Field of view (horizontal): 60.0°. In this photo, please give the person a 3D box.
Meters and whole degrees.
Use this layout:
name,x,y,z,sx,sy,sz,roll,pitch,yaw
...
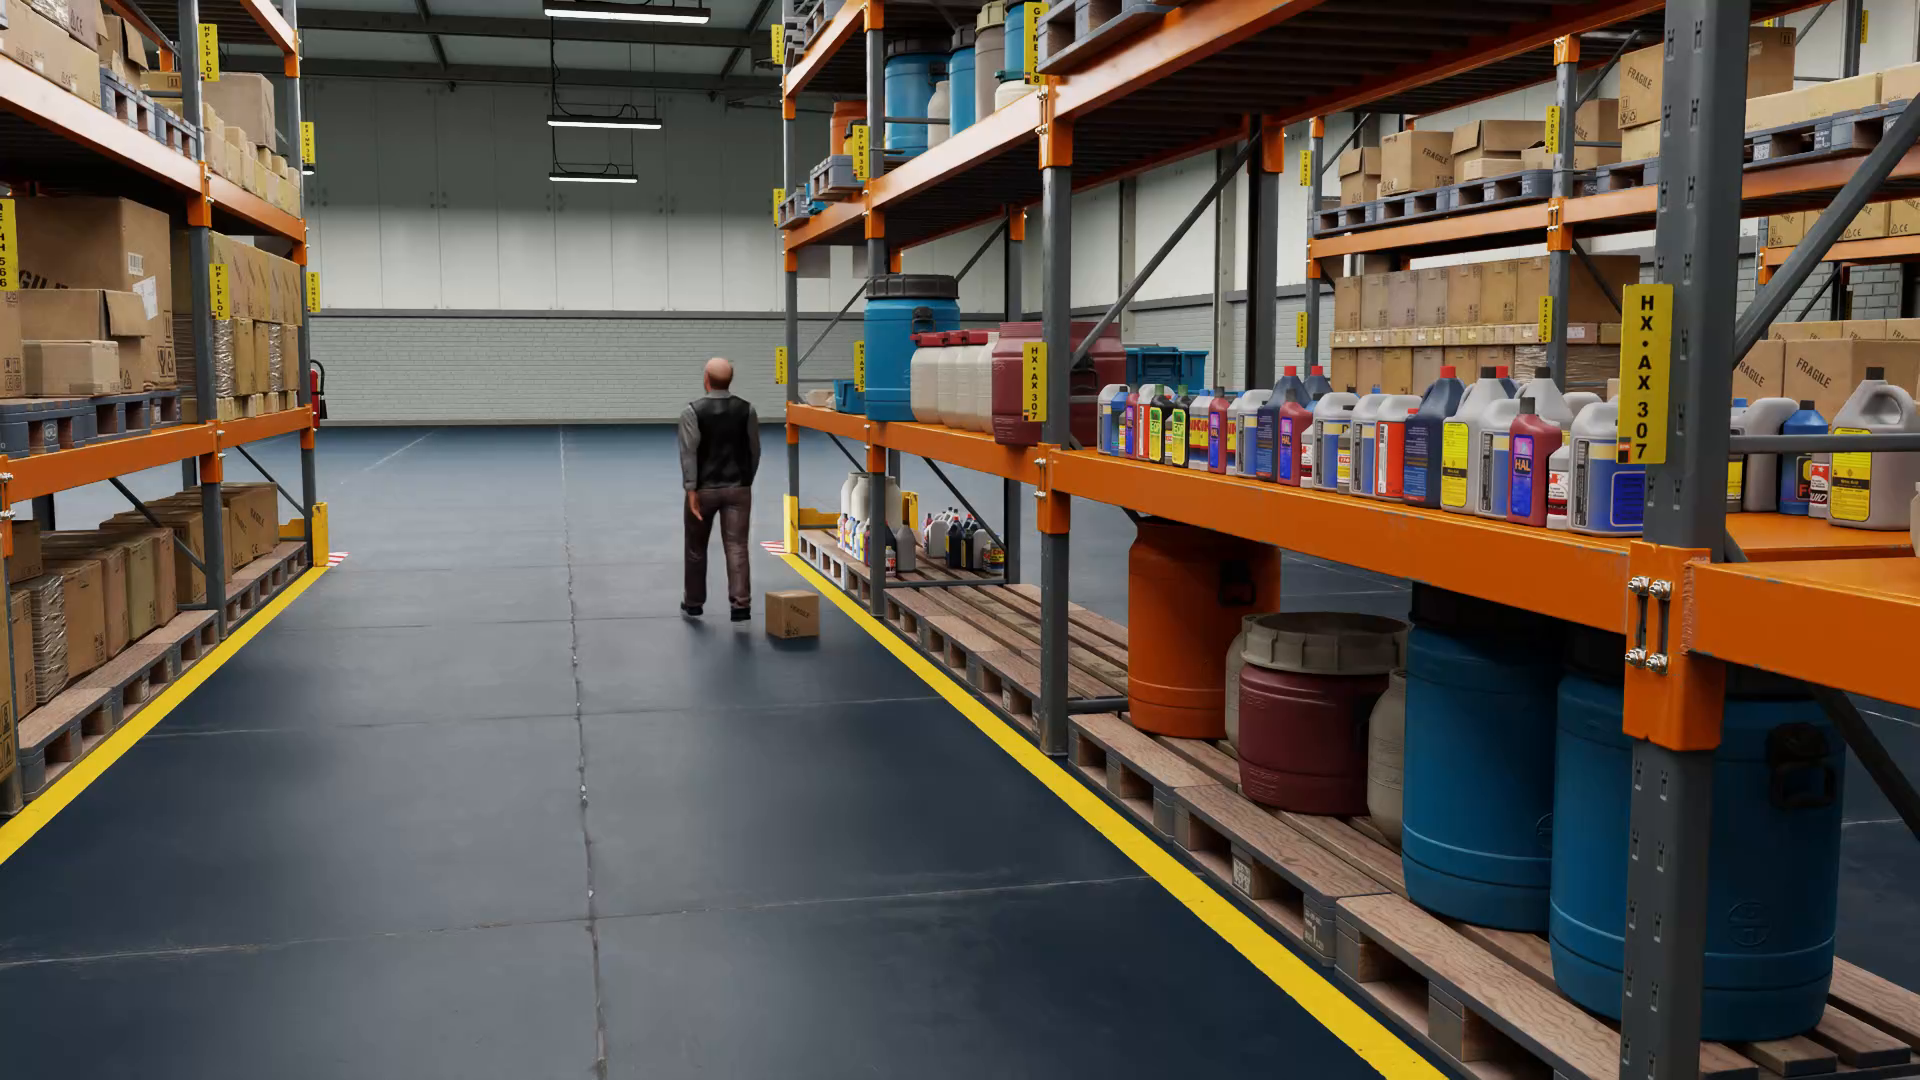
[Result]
name,x,y,z,sx,sy,sz,roll,pitch,yaw
person,-1.536,-0.320,10.585,0.542,1.672,1.031,-2,6,-18
